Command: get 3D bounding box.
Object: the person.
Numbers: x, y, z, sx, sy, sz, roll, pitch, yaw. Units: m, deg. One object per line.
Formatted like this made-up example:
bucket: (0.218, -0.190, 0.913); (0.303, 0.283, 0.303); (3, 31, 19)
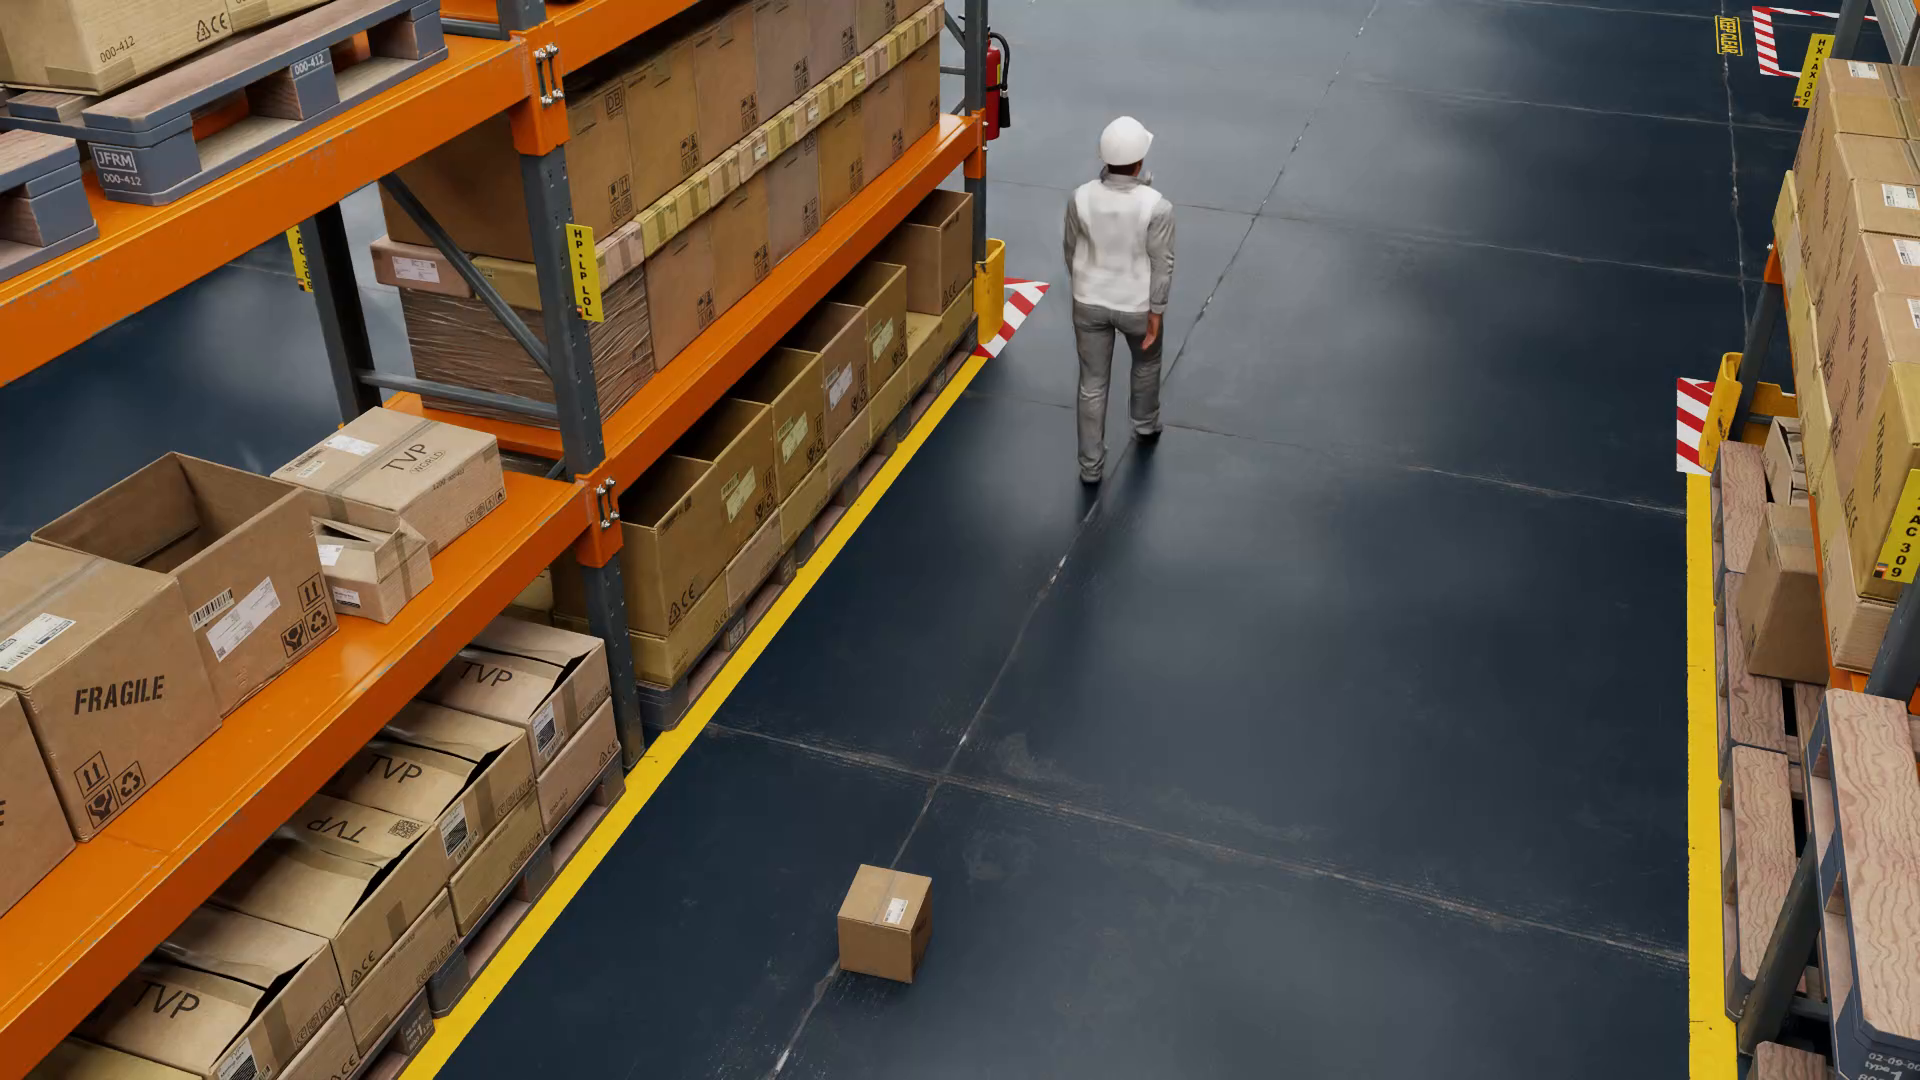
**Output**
person: (0.763, -1.179, 7.928); (0.549, 1.785, 0.811); (9, 34, 14)
